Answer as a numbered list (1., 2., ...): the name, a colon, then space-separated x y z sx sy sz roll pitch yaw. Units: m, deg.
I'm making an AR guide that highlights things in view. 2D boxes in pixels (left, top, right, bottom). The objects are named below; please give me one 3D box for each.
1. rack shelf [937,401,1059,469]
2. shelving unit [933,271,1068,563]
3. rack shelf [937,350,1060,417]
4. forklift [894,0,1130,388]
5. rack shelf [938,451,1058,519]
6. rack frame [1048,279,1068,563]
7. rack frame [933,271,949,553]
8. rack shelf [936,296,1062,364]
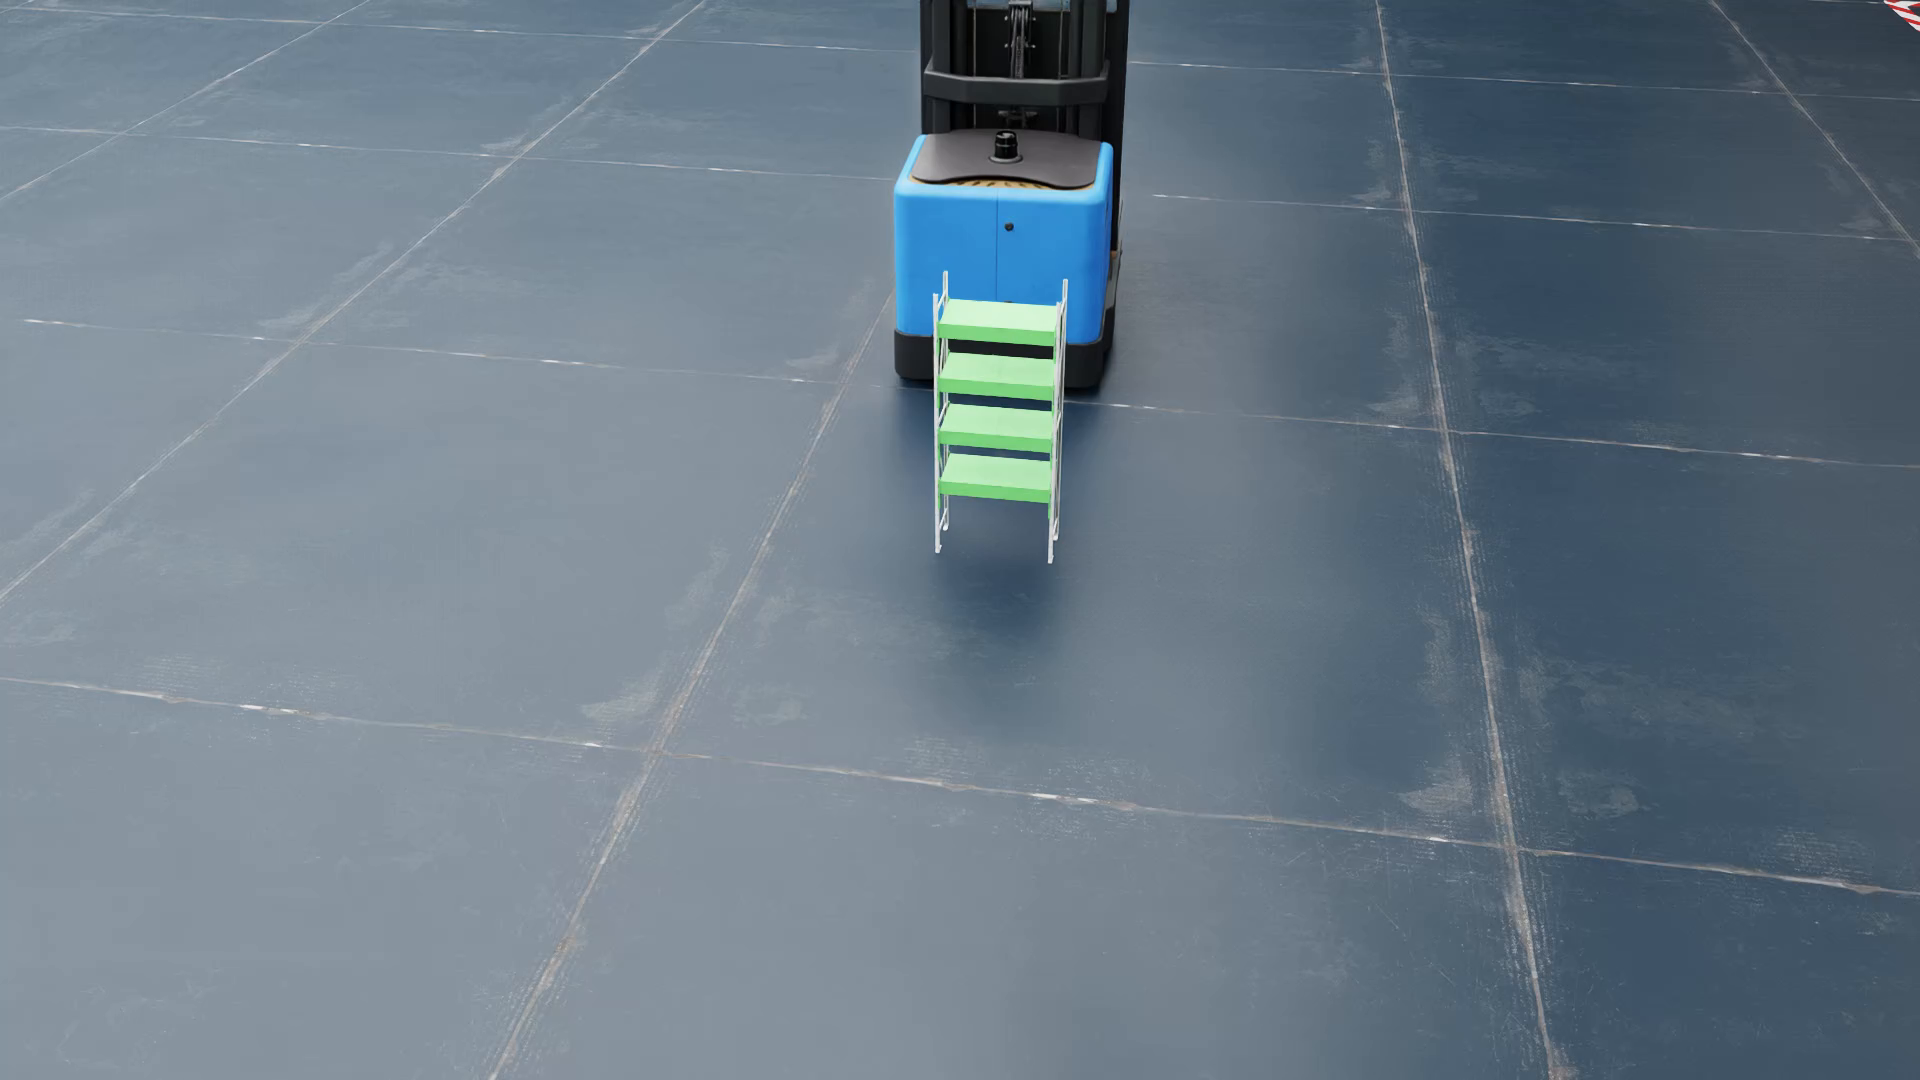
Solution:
1. rack shelf: 0.163 -0.440 6.942 0.480 0.148 0.258 5 32 8
2. shelving unit: 0.163 -0.494 6.908 0.503 1.200 0.258 5 32 8
3. rack shelf: 0.163 -0.643 6.815 0.480 0.148 0.258 5 32 8
4. forklift: 0.366 -2.767 8.908 1.130 2.935 3.031 4 32 6
5. rack shelf: 0.163 -0.236 7.069 0.480 0.148 0.258 5 32 8
6. rack frame: 0.404 -0.472 6.873 0.015 1.200 0.240 5 32 8
7. rack frame: -0.077 -0.516 6.943 0.015 1.200 0.240 5 32 8
8. rack shelf: 0.163 -0.847 6.687 0.480 0.148 0.258 5 32 8
